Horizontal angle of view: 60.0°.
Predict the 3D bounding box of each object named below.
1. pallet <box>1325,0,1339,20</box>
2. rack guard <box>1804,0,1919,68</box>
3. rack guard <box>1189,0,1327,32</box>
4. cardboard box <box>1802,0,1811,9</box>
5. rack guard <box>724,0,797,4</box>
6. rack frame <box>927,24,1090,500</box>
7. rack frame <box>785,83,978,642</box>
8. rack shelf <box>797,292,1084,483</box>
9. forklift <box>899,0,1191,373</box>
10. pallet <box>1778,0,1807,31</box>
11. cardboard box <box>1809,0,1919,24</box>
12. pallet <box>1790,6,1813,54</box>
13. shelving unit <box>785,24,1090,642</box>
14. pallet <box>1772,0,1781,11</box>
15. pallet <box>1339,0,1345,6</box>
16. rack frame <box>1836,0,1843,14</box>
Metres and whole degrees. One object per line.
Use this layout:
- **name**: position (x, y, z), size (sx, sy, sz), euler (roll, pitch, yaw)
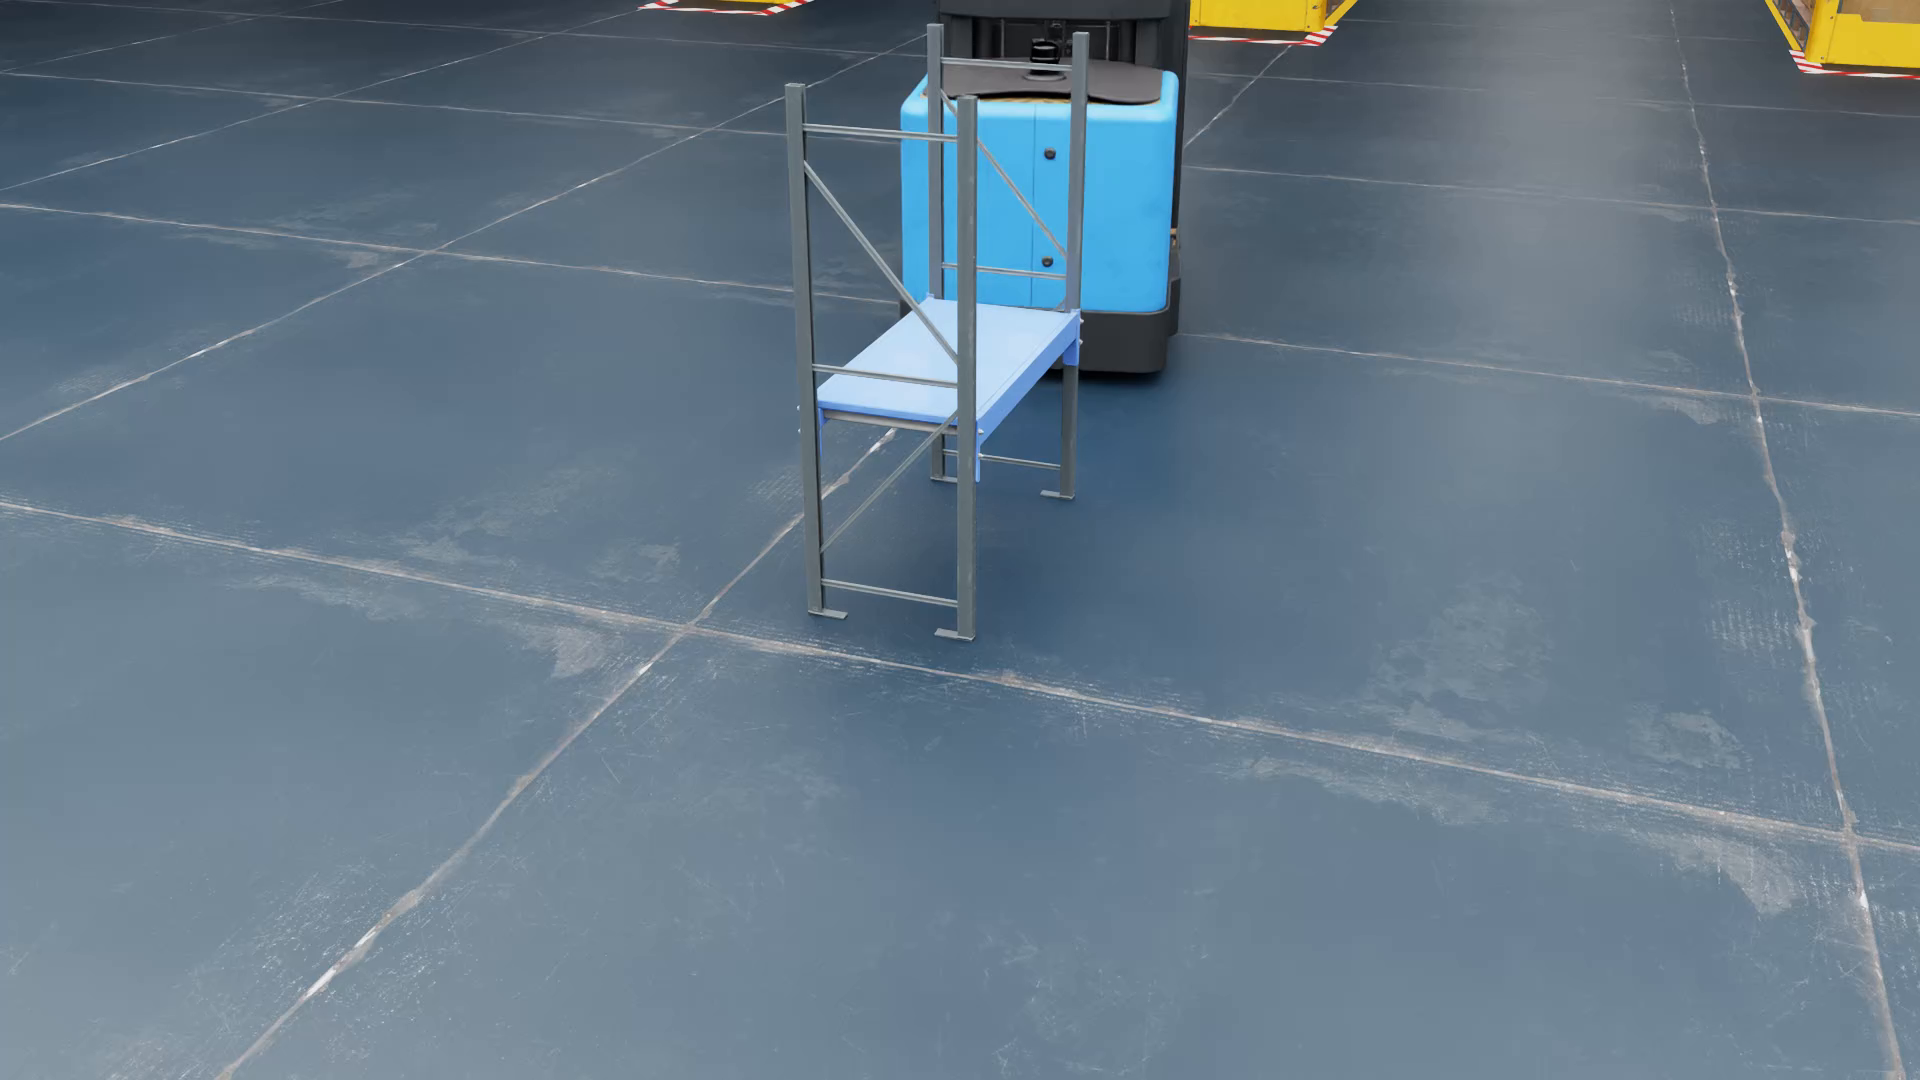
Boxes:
- **pallet**: position (2.881, -4.918, 15.164), size (1.003, 0.211, 1.213), euler (9, 27, 17)
- **rack guard**: position (7.187, -3.917, 12.766), size (1.175, 0.500, 0.348), euler (9, 27, 17)
- **rack guard**: position (2.577, -4.719, 14.423), size (1.175, 0.500, 0.348), euler (9, 27, 17)
- **cardboard box**: position (7.650, -4.935, 13.956), size (0.875, 0.875, 0.875), euler (8, 27, 17)
- **rack guard**: position (-2.138, -5.444, 15.920), size (1.175, 0.500, 0.348), euler (9, 27, 17)
- **rack frame**: position (0.141, -0.849, 5.282), size (0.500, 1.500, 0.032), euler (9, 27, 17)
- **rack frame**: position (-0.198, -0.431, 4.419), size (0.500, 1.500, 0.032), euler (9, 27, 17)
- **rack shelf**: position (-0.028, -0.478, 4.929), size (0.538, 0.185, 1.000), euler (9, 27, 17)
- **forklift**: position (0.468, -2.576, 7.207), size (1.130, 2.935, 3.031), euler (3, 26, 7)
- **pallet**: position (7.795, -4.636, 14.584), size (1.003, 0.211, 1.213), euler (9, 27, 17)
- **cardboard box**: position (7.359, -4.573, 13.209), size (0.875, 0.875, 0.875), euler (9, 27, 18)
- **pallet**: position (7.388, -4.137, 13.552), size (1.003, 0.211, 1.213), euler (9, 27, 17)
- **shelving unit**: position (-0.028, -0.640, 4.851), size (0.538, 1.500, 1.048), euler (9, 27, 17)
- **pallet**: position (8.200, -5.139, 15.623), size (1.003, 0.211, 1.213), euler (9, 27, 17)
- **pallet**: position (3.288, -5.417, 16.196), size (1.003, 0.211, 1.213), euler (9, 27, 17)
- **rack frame**: position (7.195, -5.052, 12.242), size (1.000, 3.000, 0.127), euler (9, 27, 17)
